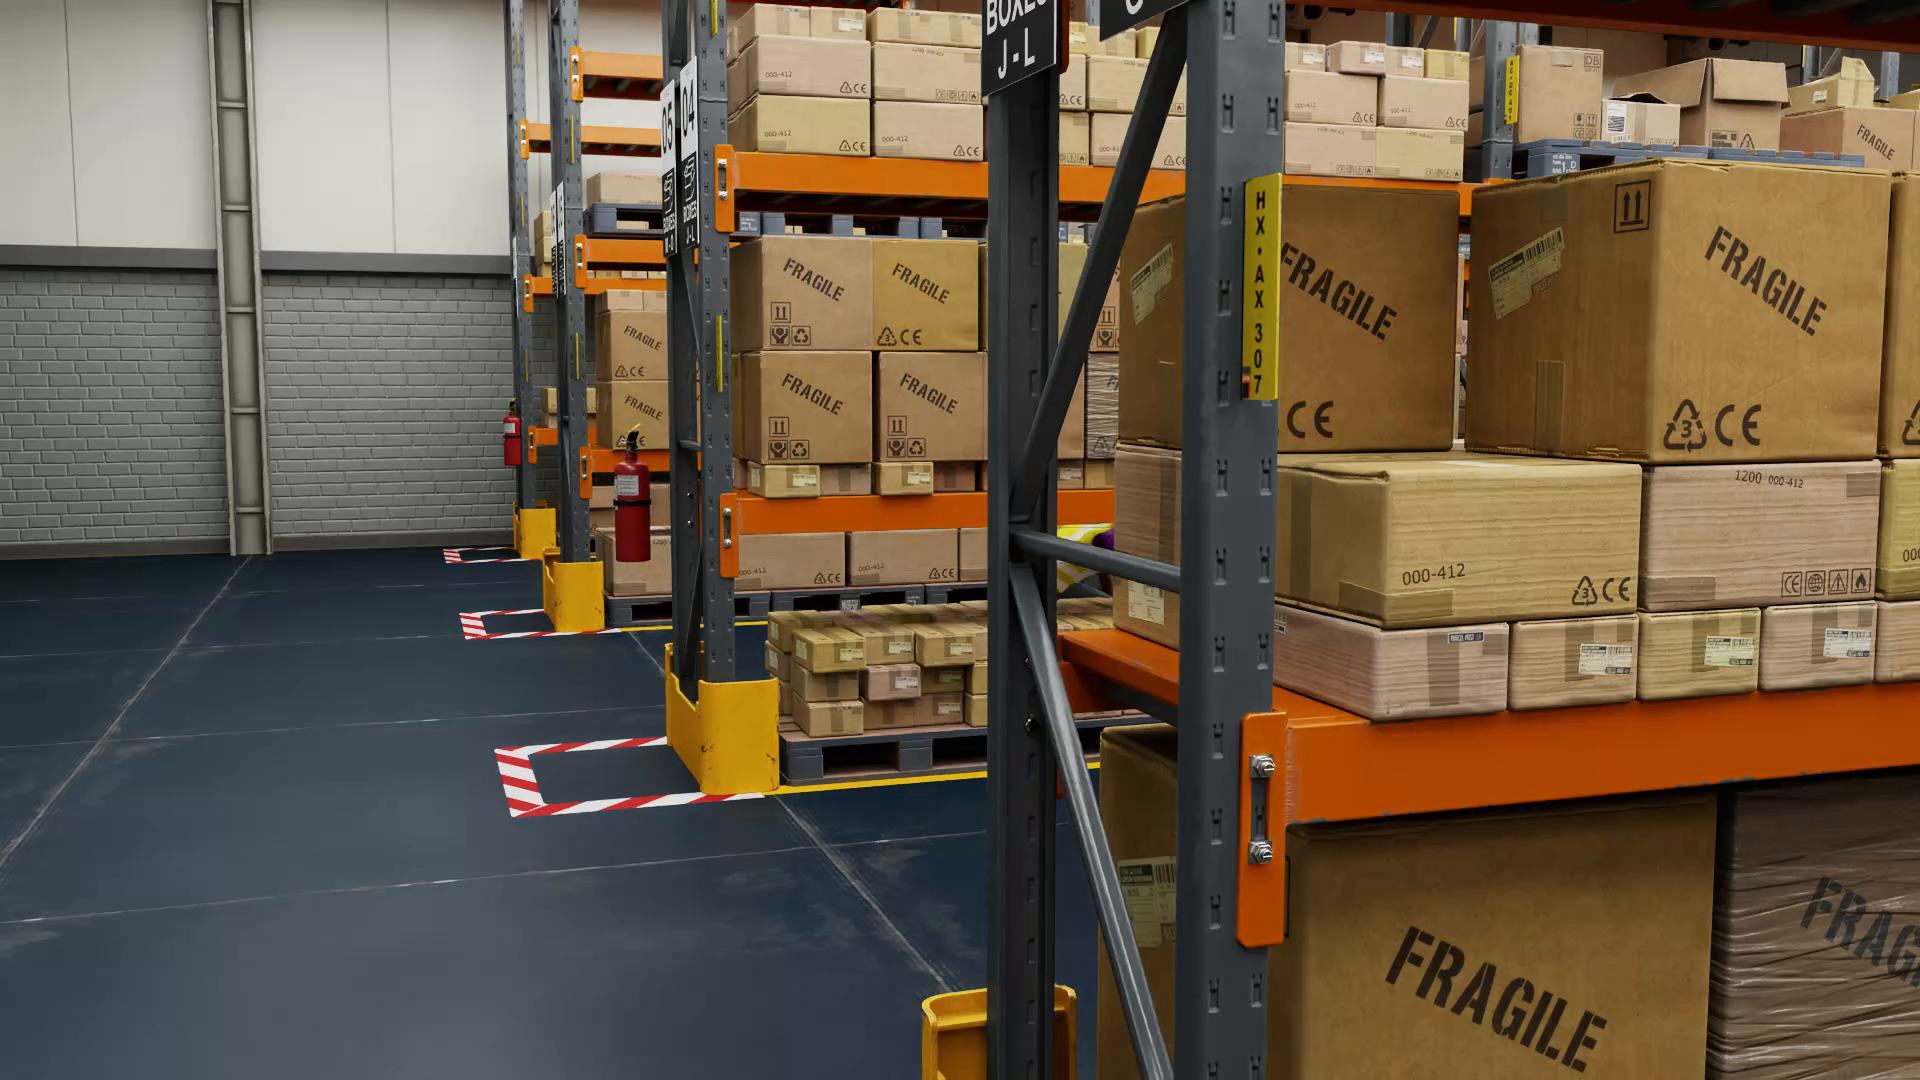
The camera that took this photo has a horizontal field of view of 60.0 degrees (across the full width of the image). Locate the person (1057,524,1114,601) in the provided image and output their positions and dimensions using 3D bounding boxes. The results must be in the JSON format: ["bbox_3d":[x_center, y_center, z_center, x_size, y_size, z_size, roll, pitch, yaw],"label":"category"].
[{"bbox_3d":[0.780,0.285,10.069,0.856,1.133,0.607,-1,6,-10],"label":"person"}]
